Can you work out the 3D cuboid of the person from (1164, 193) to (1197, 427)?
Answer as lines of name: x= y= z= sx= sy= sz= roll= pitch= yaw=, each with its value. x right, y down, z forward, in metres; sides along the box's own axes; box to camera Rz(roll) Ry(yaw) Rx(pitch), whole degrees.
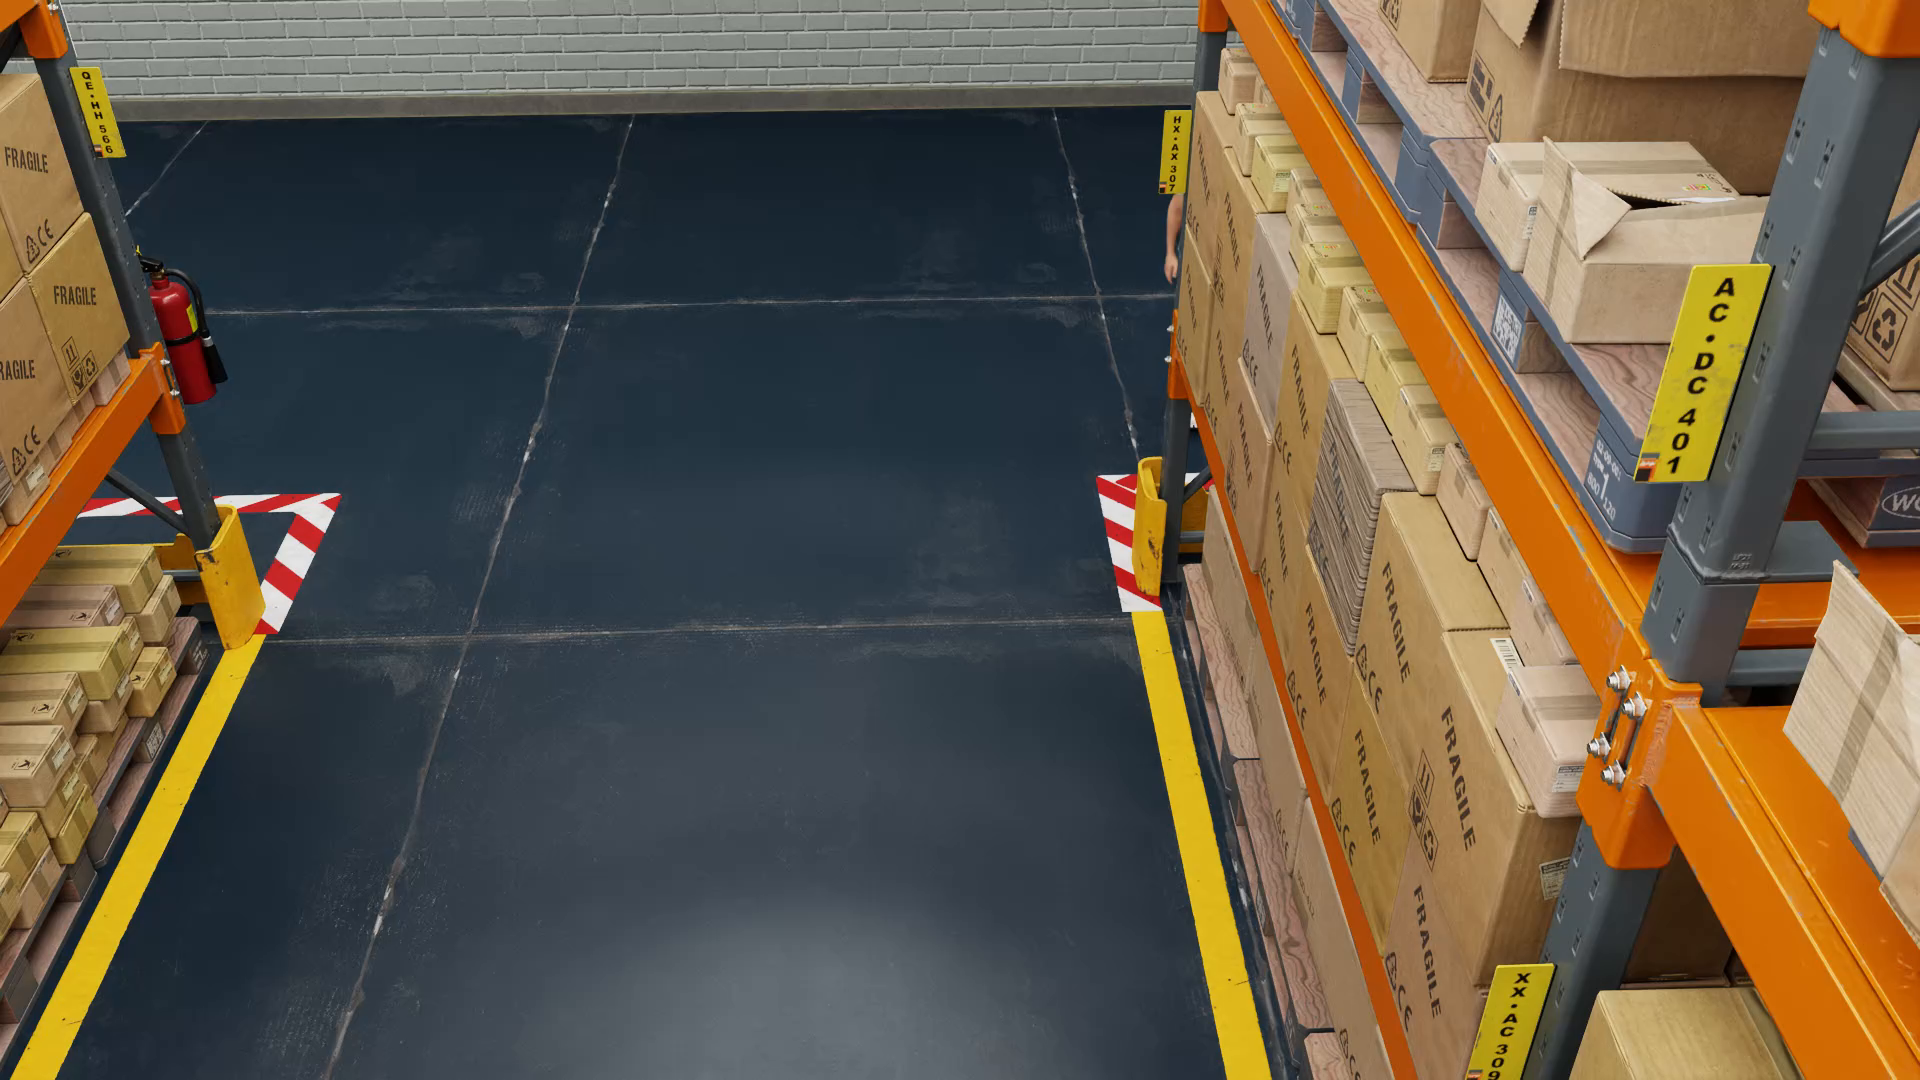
person: x=1.198 y=-1.338 z=8.002 sx=0.465 sy=1.683 sz=0.385 roll=13 pitch=37 yaw=18
